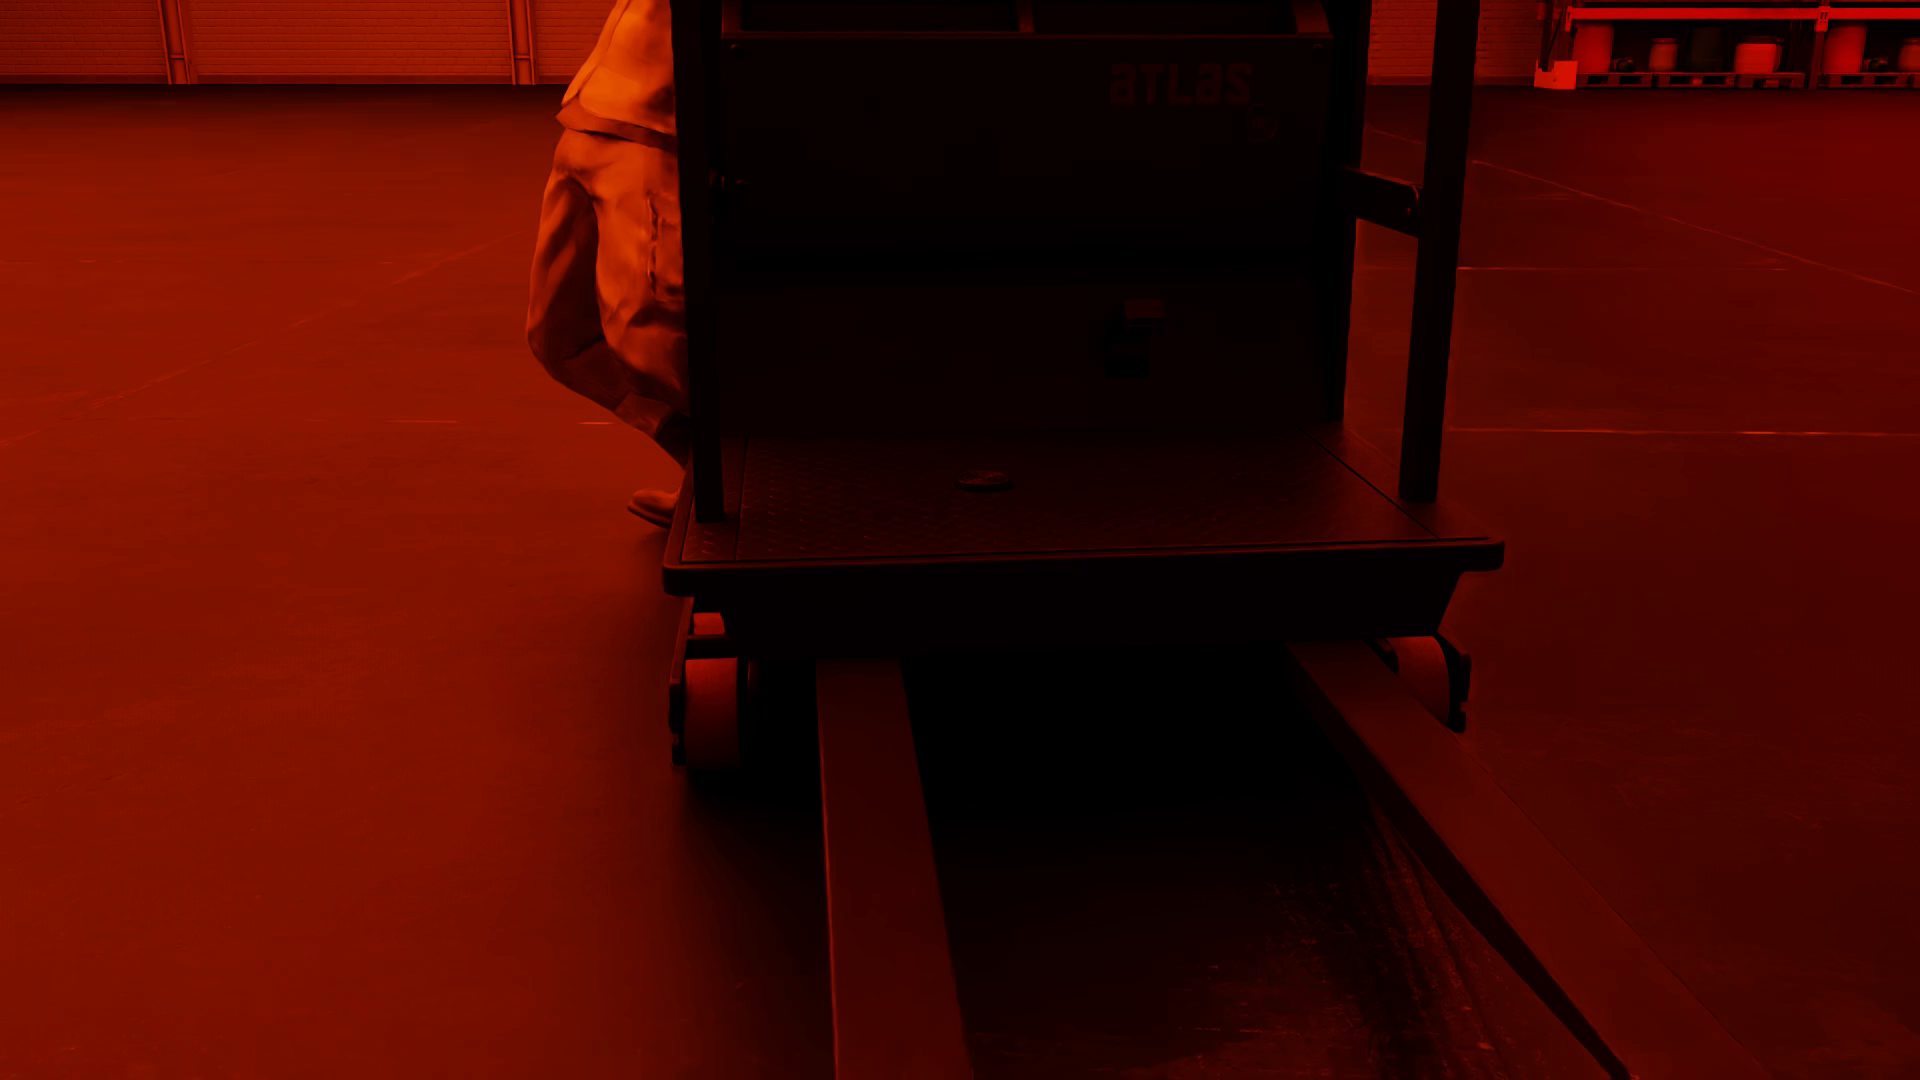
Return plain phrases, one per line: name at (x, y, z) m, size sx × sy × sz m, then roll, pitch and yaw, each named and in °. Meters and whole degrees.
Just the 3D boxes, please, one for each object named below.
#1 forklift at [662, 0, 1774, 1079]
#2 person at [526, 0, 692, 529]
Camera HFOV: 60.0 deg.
forklift at (0.126, -1.178, 2.224) m, size 1.130 × 2.935 × 3.031 m, roll -2°, pitch 17°, yaw -5°
person at (-0.489, -0.831, 3.184) m, size 0.723 × 1.658 × 1.052 m, roll -10°, pitch 20°, yaw -30°
